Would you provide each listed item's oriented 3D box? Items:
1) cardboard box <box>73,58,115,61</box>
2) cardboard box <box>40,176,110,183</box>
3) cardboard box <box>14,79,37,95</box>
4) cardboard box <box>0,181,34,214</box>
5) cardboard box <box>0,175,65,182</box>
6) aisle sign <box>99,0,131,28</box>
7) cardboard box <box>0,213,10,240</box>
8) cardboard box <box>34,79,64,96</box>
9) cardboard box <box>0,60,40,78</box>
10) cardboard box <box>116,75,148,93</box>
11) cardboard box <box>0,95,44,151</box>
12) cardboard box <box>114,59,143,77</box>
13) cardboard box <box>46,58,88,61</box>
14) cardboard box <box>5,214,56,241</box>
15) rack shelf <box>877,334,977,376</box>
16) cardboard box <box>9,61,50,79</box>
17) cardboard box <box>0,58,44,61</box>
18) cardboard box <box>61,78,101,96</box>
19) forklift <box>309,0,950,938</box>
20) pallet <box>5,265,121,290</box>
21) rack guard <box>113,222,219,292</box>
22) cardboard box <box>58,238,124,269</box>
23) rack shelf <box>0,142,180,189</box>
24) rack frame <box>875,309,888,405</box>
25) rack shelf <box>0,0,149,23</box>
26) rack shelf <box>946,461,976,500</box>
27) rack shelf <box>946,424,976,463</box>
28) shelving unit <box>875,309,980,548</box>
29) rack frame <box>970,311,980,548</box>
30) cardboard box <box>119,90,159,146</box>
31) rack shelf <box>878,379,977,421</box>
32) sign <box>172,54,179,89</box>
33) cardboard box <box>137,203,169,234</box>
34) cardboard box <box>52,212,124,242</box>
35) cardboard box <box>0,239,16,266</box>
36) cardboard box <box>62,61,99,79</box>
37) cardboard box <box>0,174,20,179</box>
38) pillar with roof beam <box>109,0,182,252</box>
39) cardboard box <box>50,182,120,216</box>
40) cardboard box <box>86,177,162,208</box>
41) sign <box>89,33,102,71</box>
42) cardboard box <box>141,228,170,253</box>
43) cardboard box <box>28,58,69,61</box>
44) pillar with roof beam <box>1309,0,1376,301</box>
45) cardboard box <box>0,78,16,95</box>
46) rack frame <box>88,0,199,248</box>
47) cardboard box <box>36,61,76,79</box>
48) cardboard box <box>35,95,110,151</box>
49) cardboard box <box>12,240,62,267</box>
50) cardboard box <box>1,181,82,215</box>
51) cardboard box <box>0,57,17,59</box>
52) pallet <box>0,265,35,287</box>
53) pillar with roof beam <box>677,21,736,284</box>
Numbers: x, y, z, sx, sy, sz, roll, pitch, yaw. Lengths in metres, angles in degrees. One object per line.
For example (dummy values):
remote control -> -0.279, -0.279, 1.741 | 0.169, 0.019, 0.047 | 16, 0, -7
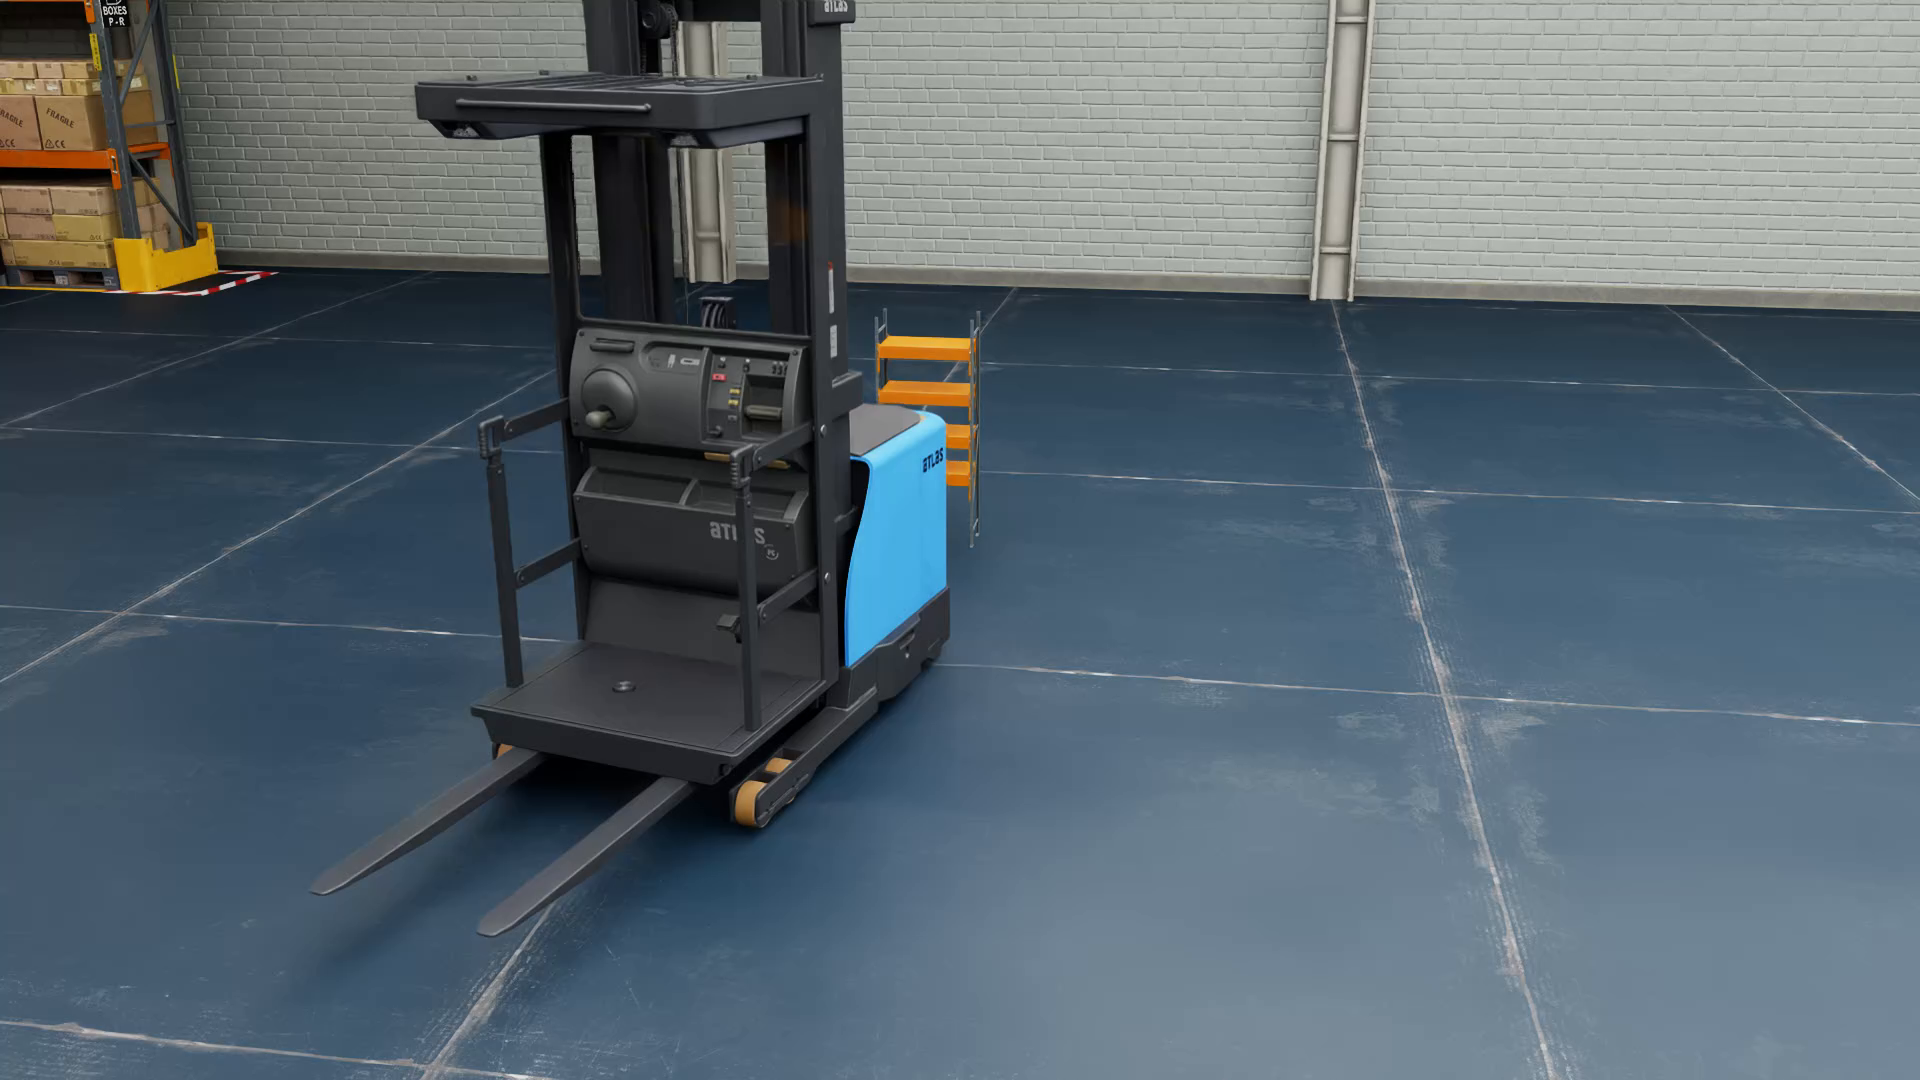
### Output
cardboard box -> -8.376, -4.596, 16.162 | 0.250, 0.149, 0.380 | 4, 19, 11
cardboard box -> -8.764, -3.460, 16.511 | 0.500, 0.250, 0.500 | 3, 19, 9
cardboard box -> -8.716, -4.303, 15.757 | 0.250, 0.149, 0.380 | 3, 19, 10
cardboard box -> -9.334, -3.324, 16.105 | 0.500, 0.250, 0.500 | 3, 19, 9
cardboard box -> -9.256, -3.488, 16.596 | 0.500, 0.250, 0.500 | 3, 19, 8
aisle sign -> -7.807, -5.120, 15.281 | 0.004, 0.787, 0.394 | 3, 19, 9
cardboard box -> -9.362, -3.090, 16.193 | 0.500, 0.250, 0.500 | 2, 19, 7
cardboard box -> -8.469, -4.271, 15.660 | 0.250, 0.149, 0.380 | 3, 19, 10
cardboard box -> -8.958, -4.474, 15.798 | 0.250, 0.149, 0.380 | 3, 19, 9
cardboard box -> -8.119, -4.436, 16.154 | 0.250, 0.149, 0.380 | 2, 19, 7
cardboard box -> -8.864, -4.002, 15.878 | 0.500, 0.500, 0.500 | 4, 19, 10
cardboard box -> -8.123, -4.563, 16.063 | 0.250, 0.149, 0.380 | 3, 19, 8
cardboard box -> -8.639, -4.595, 16.161 | 0.250, 0.149, 0.380 | 3, 19, 10
cardboard box -> -8.849, -3.070, 16.135 | 0.500, 0.250, 0.500 | 3, 19, 8
rack shelf -> -0.163, -0.950, 8.513 | 0.480, 0.148, 0.258 | 3, 19, 9
cardboard box -> -8.724, -4.438, 15.691 | 0.250, 0.149, 0.380 | 3, 19, 10
cardboard box -> -9.145, -4.618, 16.228 | 0.250, 0.149, 0.380 | 4, 19, 10
cardboard box -> -8.212, -4.267, 15.650 | 0.250, 0.149, 0.380 | 3, 19, 9
forklift -> -1.069, -0.536, 5.784 | 1.130, 2.935, 3.031 | 7, 20, 21
pallet -> -8.587, -2.686, 16.497 | 1.213, 0.211, 1.003 | 3, 19, 9
rack guard -> -7.802, -2.796, 16.372 | 0.348, 0.500, 1.175 | 3, 19, 9
cardboard box -> -8.339, -2.803, 16.123 | 0.500, 0.250, 0.500 | 3, 19, 9
rack shelf -> -9.800, -3.742, 16.394 | 4.000, 0.370, 1.077 | 3, 19, 9
rack frame -> -0.404, -0.590, 8.674 | 0.015, 1.200, 0.240 | 3, 19, 9
rack shelf -> -9.800, -5.165, 15.918 | 4.000, 0.370, 1.077 | 3, 19, 9
rack shelf -> -0.163, -0.325, 8.722 | 0.480, 0.148, 0.258 | 3, 19, 9
rack shelf -> -0.163, -0.514, 8.659 | 0.480, 0.148, 0.258 | 3, 19, 9
shelving unit -> -0.163, -0.577, 8.638 | 0.503, 1.200, 0.258 | 3, 19, 9
rack frame -> 0.077, -0.565, 8.601 | 0.015, 1.200, 0.240 | 3, 19, 9
cardboard box -> -8.270, -4.142, 16.297 | 0.500, 0.500, 0.500 | 4, 19, 10
rack shelf -> -0.163, -0.726, 8.588 | 0.480, 0.148, 0.258 | 3, 19, 9
sign -> -7.731, -4.604, 16.347 | 0.005, 0.325, 0.100 | 3, 19, 9
cardboard box -> -8.257, -3.204, 16.534 | 0.500, 0.250, 0.500 | 3, 19, 10
cardboard box -> -8.356, -3.041, 16.050 | 0.500, 0.250, 0.500 | 3, 19, 8
cardboard box -> -9.321, -2.859, 16.291 | 0.500, 0.250, 0.500 | 3, 19, 9
cardboard box -> -8.212, -4.431, 15.669 | 0.250, 0.149, 0.380 | 3, 19, 9
cardboard box -> -9.761, -3.516, 16.680 | 0.500, 0.250, 0.500 | 3, 19, 8
pillar with roof beam -> -9.053, -5.796, 11.945 | 0.400, 9.000, 9.100 | 3, 19, 9
cardboard box -> -8.330, -3.277, 15.967 | 0.500, 0.250, 0.500 | 4, 19, 10
cardboard box -> -8.270, -3.435, 16.439 | 0.500, 0.250, 0.500 | 3, 19, 8
sign -> -7.925, -4.475, 15.251 | 0.005, 0.325, 0.100 | 3, 19, 9
cardboard box -> -8.279, -2.964, 16.605 | 0.500, 0.250, 0.500 | 3, 19, 9
cardboard box -> -8.881, -4.612, 16.212 | 0.250, 0.149, 0.380 | 3, 19, 9
pillar with roof beam -> 2.795, -5.192, 10.140 | 0.400, 9.000, 9.100 | 3, 19, 9
cardboard box -> -8.959, -4.319, 15.805 | 0.250, 0.149, 0.380 | 3, 19, 8
rack frame -> -7.825, -3.983, 15.979 | 0.127, 3.000, 1.000 | 3, 19, 9
cardboard box -> -8.461, -4.433, 15.677 | 0.250, 0.149, 0.380 | 3, 19, 9
cardboard box -> -8.353, -3.973, 15.791 | 0.500, 0.500, 0.500 | 3, 19, 7
cardboard box -> -8.829, -2.831, 16.207 | 0.500, 0.250, 0.500 | 3, 19, 9
cardboard box -> -8.835, -3.301, 16.038 | 0.500, 0.250, 0.500 | 3, 19, 10
cardboard box -> -9.389, -4.662, 16.360 | 0.250, 0.149, 0.380 | 2, 19, 7
pallet -> -9.788, -2.748, 16.683 | 1.213, 0.211, 1.003 | 3, 19, 9
pillar with roof beam -> -3.129, -5.494, 11.042 | 0.400, 9.000, 9.100 | 3, 19, 9
